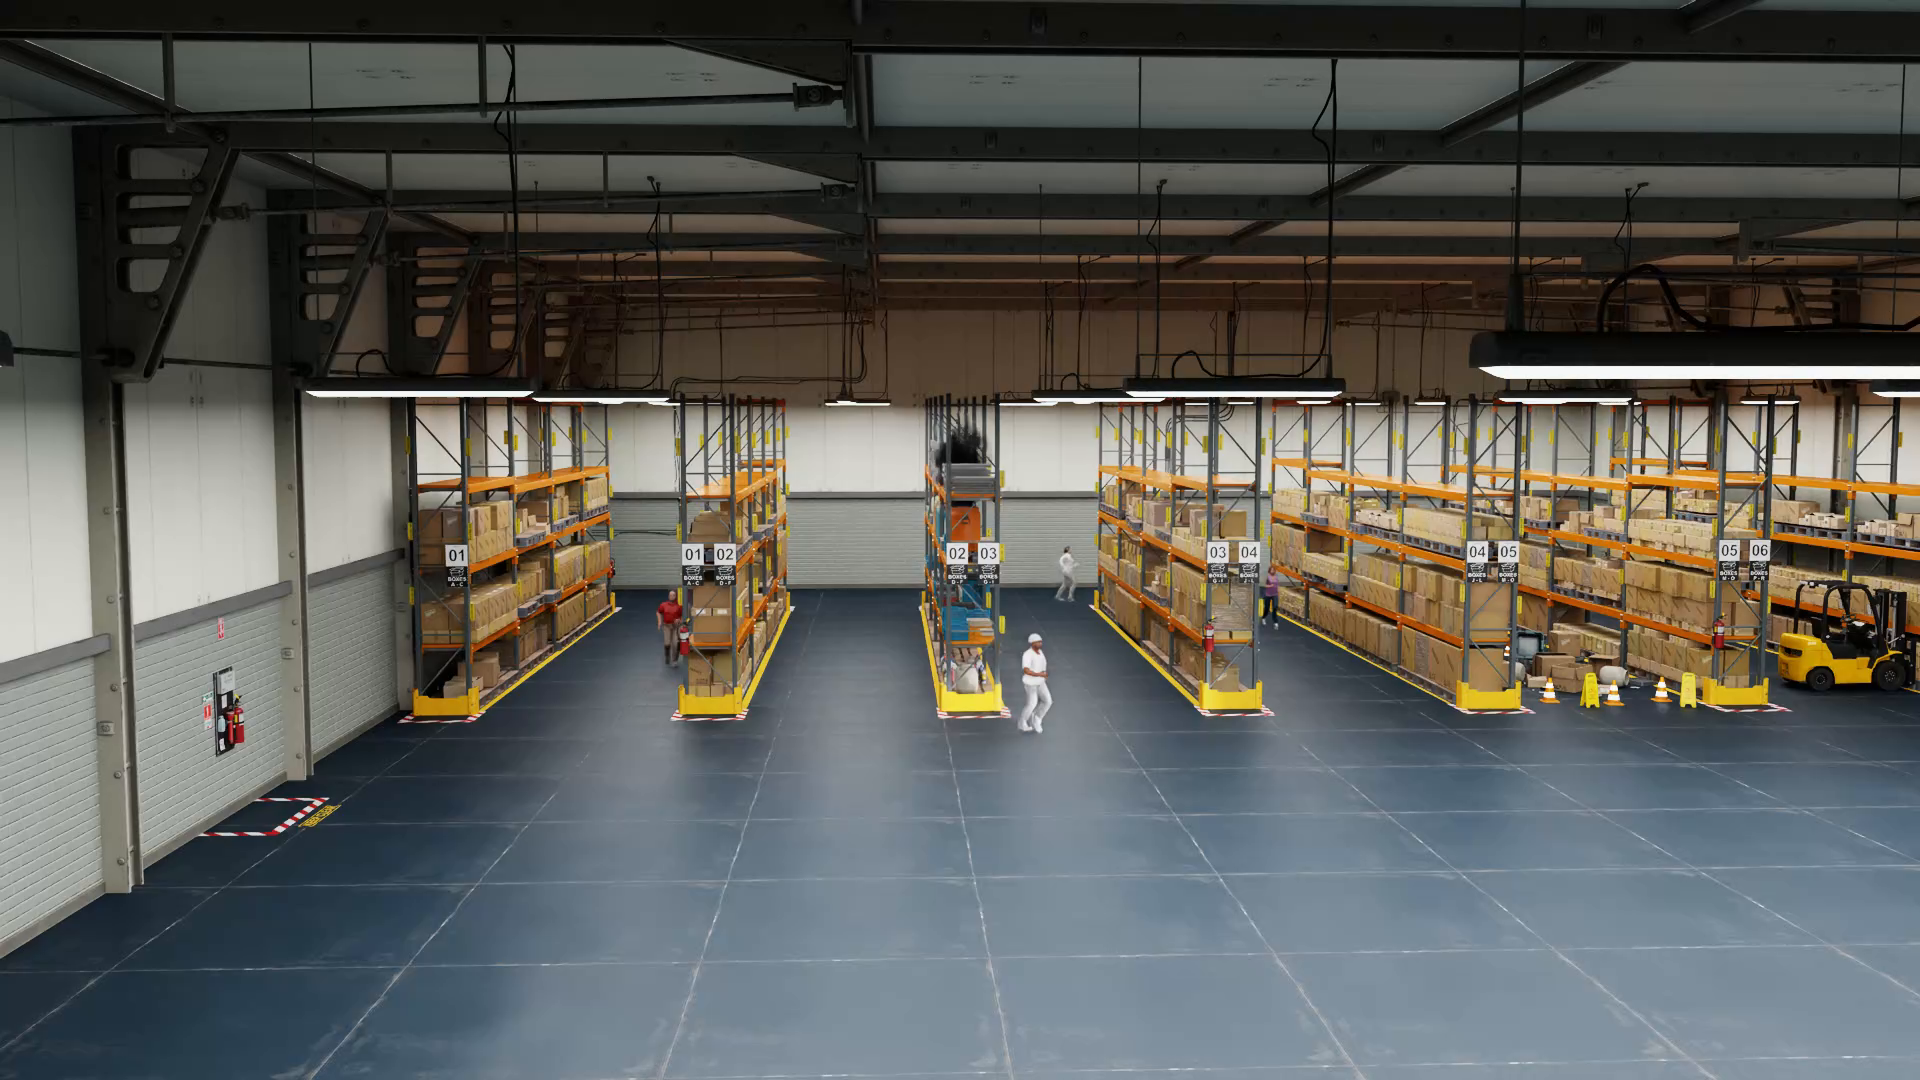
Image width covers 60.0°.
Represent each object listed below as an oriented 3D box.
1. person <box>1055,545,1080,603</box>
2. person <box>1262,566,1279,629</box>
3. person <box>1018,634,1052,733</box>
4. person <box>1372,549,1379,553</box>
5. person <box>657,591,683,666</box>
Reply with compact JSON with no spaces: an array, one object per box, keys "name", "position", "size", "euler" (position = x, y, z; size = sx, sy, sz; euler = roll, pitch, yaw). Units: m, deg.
[{"name":"person","position":[3.185,1.007,49.144],"size":[0.727,1.748,0.591],"euler":[0,5,4]},{"name":"person","position":[8.109,1.472,43.424],"size":[0.558,1.610,0.837],"euler":[-1,5,-12]},{"name":"person","position":[1.354,2.544,29.323],"size":[0.702,1.794,0.729],"euler":[3,6,37]},{"name":"person","position":[12.339,1.037,49.317],"size":[0.746,1.554,0.562],"euler":[1,5,7]},{"name":"person","position":[-6.375,2.002,36.791],"size":[0.658,1.613,0.602],"euler":[-1,5,-9]}]
